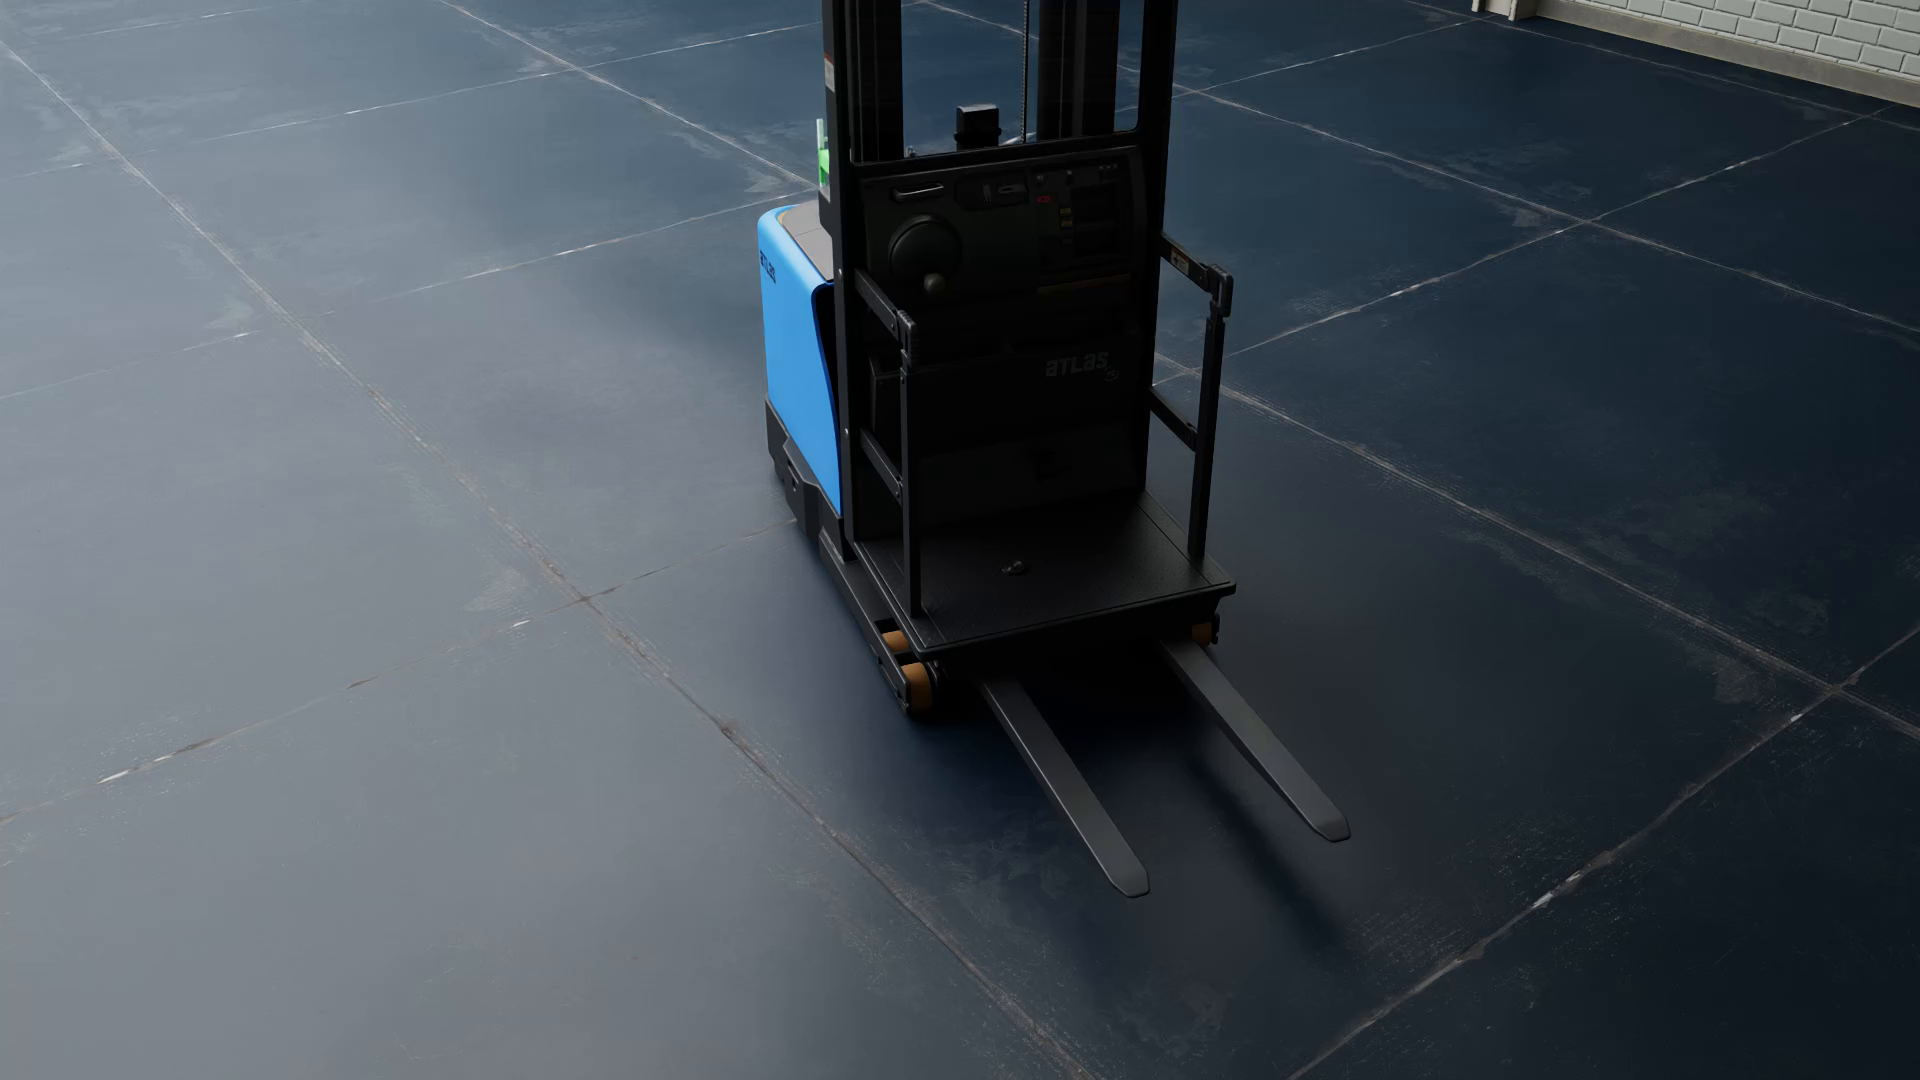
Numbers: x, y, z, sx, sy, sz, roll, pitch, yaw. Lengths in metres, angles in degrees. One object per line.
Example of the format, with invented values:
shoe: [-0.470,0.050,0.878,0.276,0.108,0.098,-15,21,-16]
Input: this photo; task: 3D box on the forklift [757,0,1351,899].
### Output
forklift: [0.222,-0.934,4.975,1.130,2.935,3.031,-11,34,-17]

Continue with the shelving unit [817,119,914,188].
shelving unit: [-0.375,-1.083,6.857,0.258,1.200,0.503,-11,34,-17]

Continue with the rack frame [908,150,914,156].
rack frame: [-0.290,-0.963,6.663,0.240,1.200,0.015,-11,34,-17]

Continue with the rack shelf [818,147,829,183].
rack shelf: [-0.375,-1.437,6.638,0.258,0.148,0.480,-11,34,-17]

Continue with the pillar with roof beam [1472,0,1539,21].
pillar with roof beam: [0.786,-6.486,8.163,9.100,9.000,0.400,-22,38,-31]

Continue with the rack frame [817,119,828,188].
rack frame: [-0.461,-1.204,7.051,0.240,1.200,0.015,-11,34,-17]
